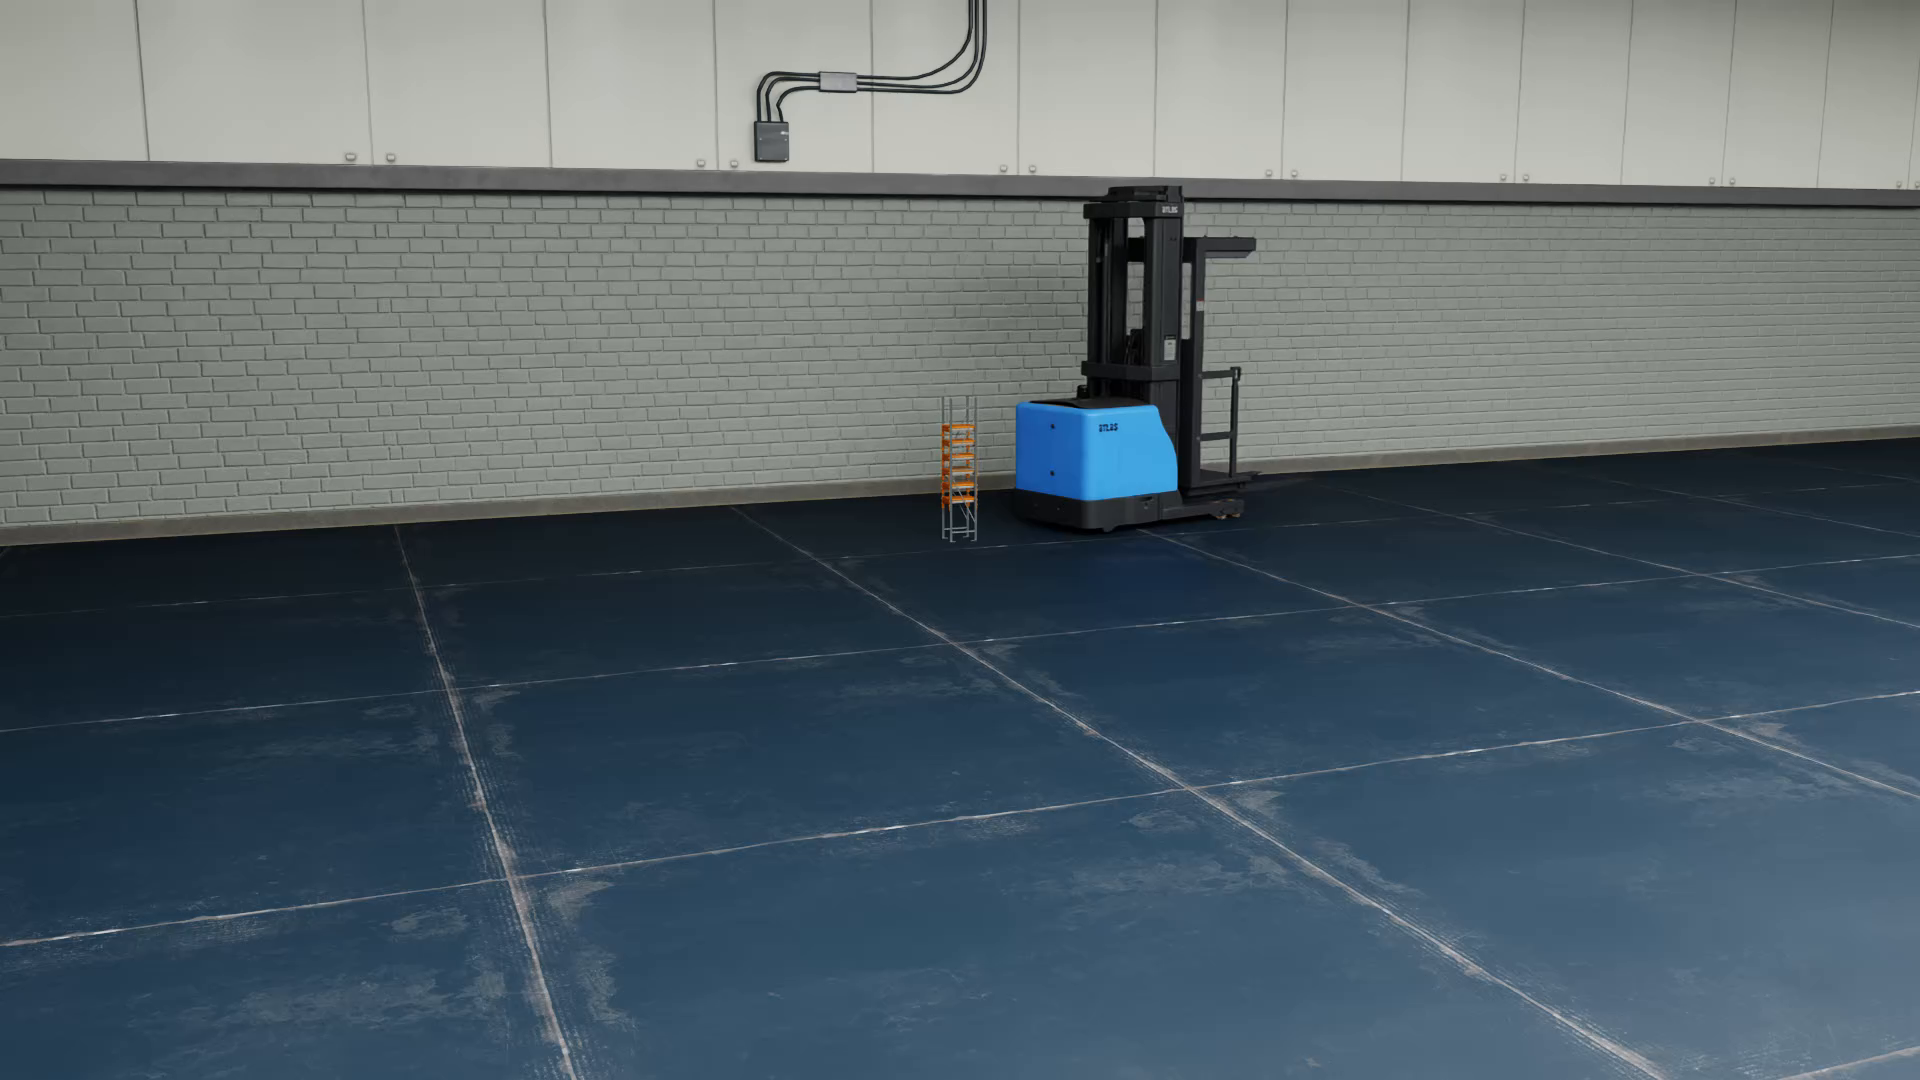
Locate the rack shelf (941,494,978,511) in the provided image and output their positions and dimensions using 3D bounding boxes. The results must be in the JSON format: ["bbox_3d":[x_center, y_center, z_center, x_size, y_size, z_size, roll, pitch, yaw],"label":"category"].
[{"bbox_3d":[-0.005,-0.313,13.878,0.258,0.103,0.180,-4,11,-21],"label":"rack shelf"}]

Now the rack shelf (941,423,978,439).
[{"bbox_3d":[-0.005,-0.904,13.773,0.258,0.103,0.180,-4,11,-21],"label":"rack shelf"}]

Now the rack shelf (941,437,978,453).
[{"bbox_3d":[-0.005,-0.786,13.794,0.258,0.103,0.180,-4,11,-21],"label":"rack shelf"}]

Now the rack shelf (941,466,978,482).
[{"bbox_3d":[-0.005,-0.549,13.836,0.258,0.103,0.180,-4,11,-21],"label":"rack shelf"}]

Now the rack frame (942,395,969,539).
[{"bbox_3d":[-0.038,-0.608,13.912,0.240,1.200,0.006,-4,11,-21],"label":"rack frame"}]

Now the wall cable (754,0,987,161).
[{"bbox_3d":[-0.801,-6.526,15.203,2.305,6.003,0.169,-4,11,-21],"label":"wall cable"}]

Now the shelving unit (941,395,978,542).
[{"bbox_3d":[-0.005,-0.593,13.828,0.258,1.200,0.189,-4,11,-21],"label":"shelving unit"}]

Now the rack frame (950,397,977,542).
[{"bbox_3d":[0.028,-0.578,13.744,0.240,1.200,0.006,-4,11,-21],"label":"rack frame"}]

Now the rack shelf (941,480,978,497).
[{"bbox_3d":[-0.005,-0.431,13.857,0.258,0.103,0.180,-4,11,-21],"label":"rack shelf"}]

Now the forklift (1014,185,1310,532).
[{"bbox_3d":[1.952,-1.692,15.062,3.031,2.935,1.130,-8,13,-37],"label":"forklift"}]

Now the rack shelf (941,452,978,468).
[{"bbox_3d":[-0.005,-0.667,13.815,0.258,0.103,0.180,-4,11,-21],"label":"rack shelf"}]
